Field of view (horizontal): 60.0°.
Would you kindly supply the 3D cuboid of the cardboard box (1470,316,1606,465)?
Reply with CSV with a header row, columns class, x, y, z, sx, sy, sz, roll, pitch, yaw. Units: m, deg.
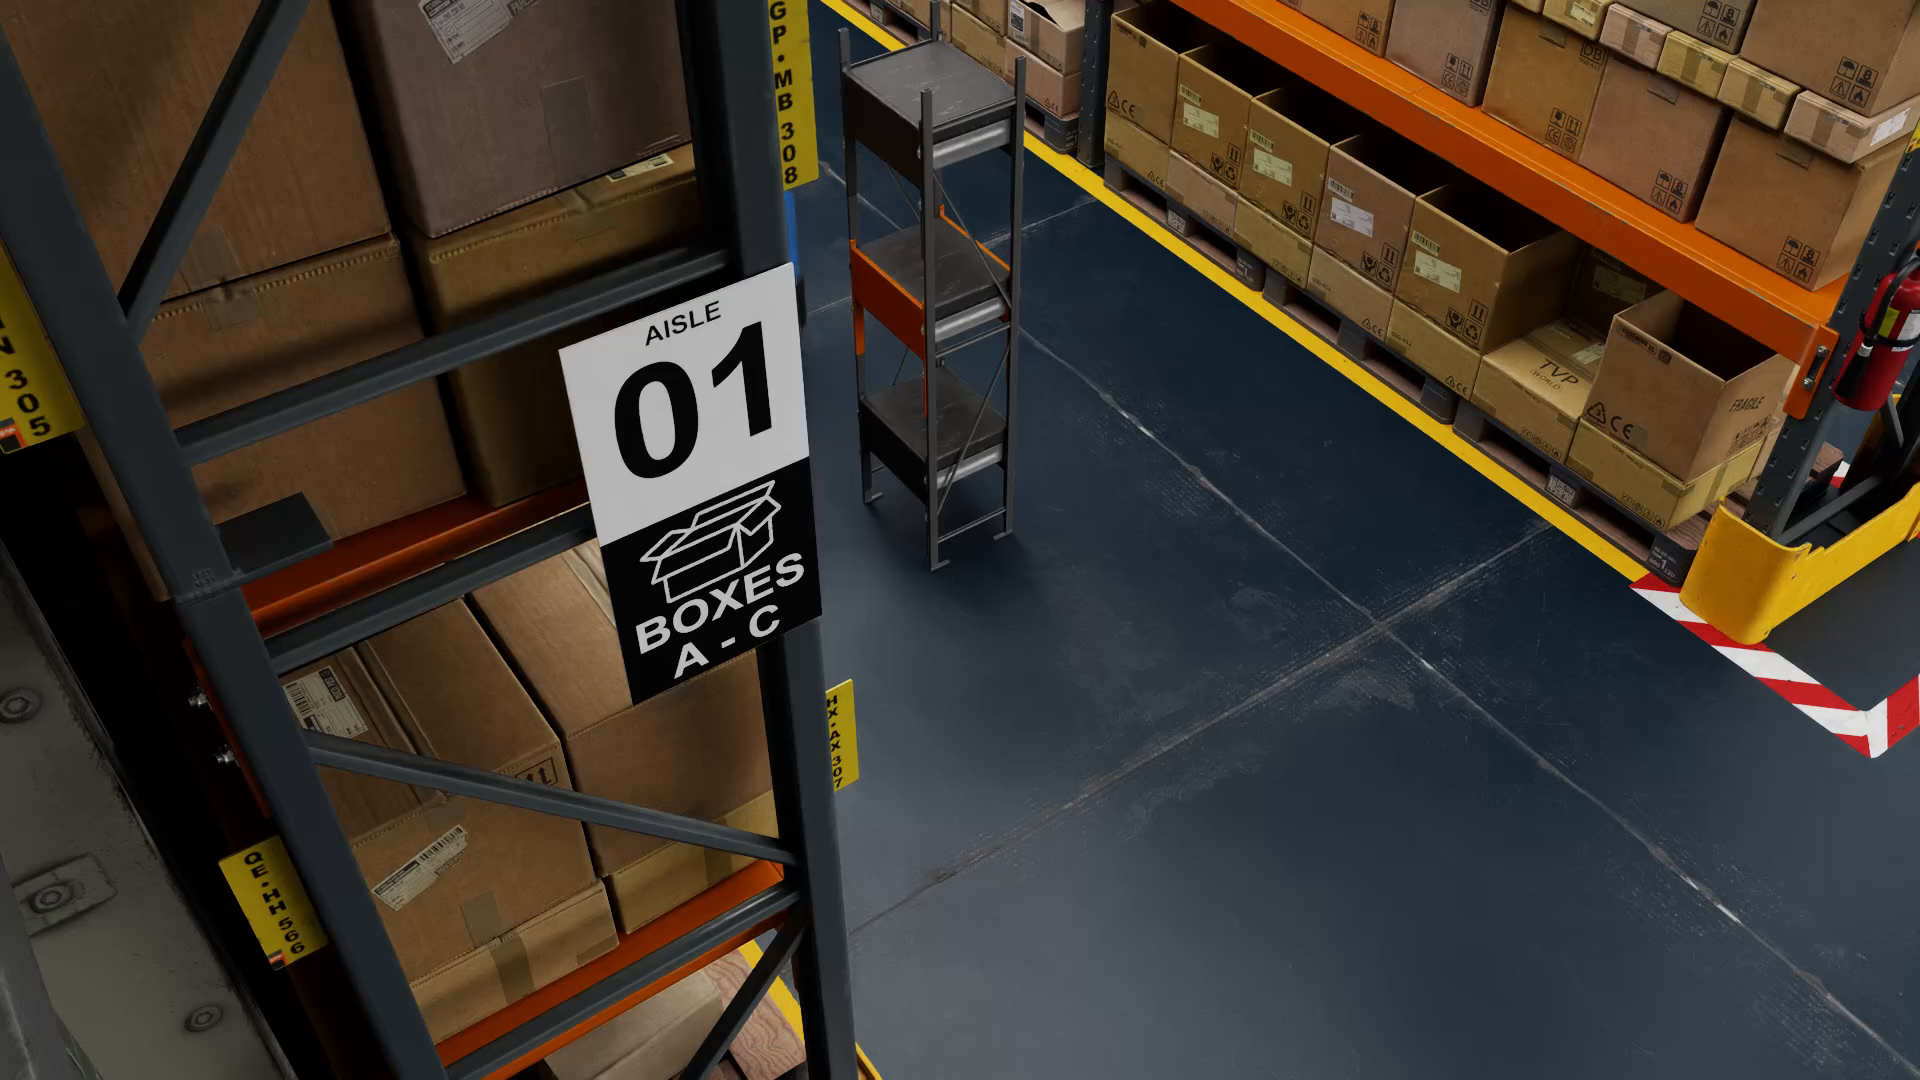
class,x,y,z,sx,sy,sz,roll,pitch,yaw
cardboard box,2.508,-0.631,6.926,0.500,0.250,0.500,-26,49,-24

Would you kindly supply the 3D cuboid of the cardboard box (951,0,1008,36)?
class,x,y,z,sx,sy,sz,roll,pitch,yaw
cardboard box,0.295,-3.042,9.046,0.500,0.311,0.500,-24,49,-23

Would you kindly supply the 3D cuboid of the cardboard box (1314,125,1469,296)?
class,x,y,z,sx,sy,sz,roll,pitch,yaw
cardboard box,1.933,-1.467,7.259,0.500,0.500,0.500,-26,49,-24

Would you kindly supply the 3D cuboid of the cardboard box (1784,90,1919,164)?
class,x,y,z,sx,sy,sz,roll,pitch,yaw
cardboard box,2.978,-1.420,5.523,0.380,0.149,0.250,-27,50,-25

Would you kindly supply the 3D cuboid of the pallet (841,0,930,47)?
class,x,y,z,sx,sy,sz,roll,pitch,yaw
pallet,-0.091,-3.359,10.115,1.003,0.211,1.213,-26,49,-24

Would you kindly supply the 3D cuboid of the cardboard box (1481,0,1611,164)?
class,x,y,z,sx,sy,sz,roll,pitch,yaw
cardboard box,2.513,-1.893,6.488,0.700,0.500,0.500,-25,49,-24

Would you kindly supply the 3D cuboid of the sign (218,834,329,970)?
class,x,y,z,sx,sy,sz,roll,pitch,yaw
sign,-1.175,0.625,2.855,0.100,0.325,0.005,-26,49,-24

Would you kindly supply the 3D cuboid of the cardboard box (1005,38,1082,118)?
class,x,y,z,sx,sy,sz,roll,pitch,yaw
cardboard box,0.590,-2.552,8.938,0.500,0.250,0.500,-26,50,-25

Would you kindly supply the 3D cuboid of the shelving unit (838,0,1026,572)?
class,x,y,z,sx,sy,sz,roll,pitch,yaw
shelving unit,-0.095,-0.853,6.123,0.431,2.100,0.503,-26,49,-24

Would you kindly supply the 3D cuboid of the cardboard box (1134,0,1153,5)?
class,x,y,z,sx,sy,sz,roll,pitch,yaw
cardboard box,1.033,-2.967,8.966,0.500,0.311,0.500,-26,49,-24

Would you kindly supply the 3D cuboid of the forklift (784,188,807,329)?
class,x,y,z,sx,sy,sz,roll,pitch,yaw
forklift,-2.165,-2.432,7.175,3.031,2.935,1.130,30,51,28

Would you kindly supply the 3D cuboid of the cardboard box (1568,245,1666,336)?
class,x,y,z,sx,sy,sz,roll,pitch,yaw
cardboard box,2.941,-1.111,6.886,0.500,0.500,0.500,-26,49,-24

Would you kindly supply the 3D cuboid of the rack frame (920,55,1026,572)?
class,x,y,z,sx,sy,sz,roll,pitch,yaw
rack frame,0.045,-0.715,5.978,0.400,2.100,0.015,-26,49,-24

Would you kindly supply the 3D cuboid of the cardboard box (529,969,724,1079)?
class,x,y,z,sx,sy,sz,roll,pitch,yaw
cardboard box,-1.030,1.337,4.806,0.500,0.311,0.500,-31,52,-29

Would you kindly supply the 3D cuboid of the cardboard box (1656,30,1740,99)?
class,x,y,z,sx,sy,sz,roll,pitch,yaw
cardboard box,2.681,-1.713,5.830,0.380,0.149,0.250,-26,50,-25

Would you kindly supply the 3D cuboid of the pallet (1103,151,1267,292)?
class,x,y,z,sx,sy,sz,roll,pitch,yaw
pallet,1.485,-1.798,8.481,1.003,0.211,1.213,-26,49,-24

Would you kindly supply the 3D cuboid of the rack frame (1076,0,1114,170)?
class,x,y,z,sx,sy,sz,roll,pitch,yaw
rack frame,1.065,-3.274,8.007,1.000,3.000,0.127,-26,49,-24

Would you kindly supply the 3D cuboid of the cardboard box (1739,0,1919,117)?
class,x,y,z,sx,sy,sz,roll,pitch,yaw
cardboard box,3.066,-1.813,5.465,0.700,0.500,0.500,-26,49,-24

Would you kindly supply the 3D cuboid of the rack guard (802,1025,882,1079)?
class,x,y,z,sx,sy,sz,roll,pitch,yaw
rack guard,-0.751,1.812,4.490,1.175,0.500,0.348,-26,49,-24

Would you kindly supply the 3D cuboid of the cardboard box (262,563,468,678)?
class,x,y,z,sx,sy,sz,roll,pitch,yaw
cardboard box,-1.432,0.254,3.862,0.500,0.500,0.500,-25,49,-24

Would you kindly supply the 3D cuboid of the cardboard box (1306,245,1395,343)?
class,x,y,z,sx,sy,sz,roll,pitch,yaw
cardboard box,1.936,-1.198,7.519,0.500,0.250,0.500,-26,49,-24

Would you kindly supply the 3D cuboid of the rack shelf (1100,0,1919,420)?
class,x,y,z,sx,sy,sz,roll,pitch,yaw
rack shelf,2.209,-1.881,7.069,1.077,0.370,4.000,-26,49,-24

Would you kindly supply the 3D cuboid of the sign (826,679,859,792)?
class,x,y,z,sx,sy,sz,roll,pitch,yaw
sign,-0.263,0.423,3.508,0.100,0.325,0.005,-26,49,-24

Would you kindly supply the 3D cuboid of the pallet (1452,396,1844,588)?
class,x,y,z,sx,sy,sz,roll,pitch,yaw
pallet,2.881,-0.416,7.033,1.003,0.211,1.213,-26,49,-24

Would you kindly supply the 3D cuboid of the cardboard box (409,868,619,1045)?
class,x,y,z,sx,sy,sz,roll,pitch,yaw
cardboard box,-1.134,0.809,3.824,0.500,0.250,0.500,-25,49,-24

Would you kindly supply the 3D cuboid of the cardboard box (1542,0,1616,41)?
class,x,y,z,sx,sy,sz,roll,pitch,yaw
cardboard box,2.388,-2.005,6.136,0.380,0.149,0.250,-24,49,-23

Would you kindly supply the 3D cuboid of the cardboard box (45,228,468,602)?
class,x,y,z,sx,sy,sz,roll,pitch,yaw
cardboard box,-1.154,-0.314,2.648,0.500,0.500,0.500,-22,48,-22

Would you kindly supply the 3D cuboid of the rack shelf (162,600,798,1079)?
class,x,y,z,sx,sy,sz,roll,pitch,yaw
rack shelf,-1.852,0.078,5.017,1.077,0.370,4.000,-26,49,-24

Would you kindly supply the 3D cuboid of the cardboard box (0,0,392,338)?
class,x,y,z,sx,sy,sz,roll,pitch,yaw
cardboard box,-1.169,-0.680,2.307,0.500,0.500,0.500,-24,48,-23

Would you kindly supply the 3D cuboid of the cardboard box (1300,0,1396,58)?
class,x,y,z,sx,sy,sz,roll,pitch,yaw
cardboard box,1.915,-2.479,7.102,0.700,0.500,0.500,-25,49,-24

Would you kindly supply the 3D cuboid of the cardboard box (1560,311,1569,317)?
class,x,y,z,sx,sy,sz,roll,pitch,yaw
cardboard box,2.654,-1.122,7.441,0.500,0.250,0.500,-26,49,-24

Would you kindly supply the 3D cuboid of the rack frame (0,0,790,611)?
class,x,y,z,sx,sy,sz,roll,pitch,yaw
rack frame,-0.708,-1.219,1.511,1.000,3.000,0.127,-26,49,-24

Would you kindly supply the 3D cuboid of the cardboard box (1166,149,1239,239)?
class,x,y,z,sx,sy,sz,roll,pitch,yaw
cardboard box,1.363,-1.764,8.112,0.500,0.250,0.500,-26,49,-24

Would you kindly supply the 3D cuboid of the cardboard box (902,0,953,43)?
class,x,y,z,sx,sy,sz,roll,pitch,yaw
cardboard box,0.009,-3.128,9.542,0.500,0.250,0.500,-25,49,-24

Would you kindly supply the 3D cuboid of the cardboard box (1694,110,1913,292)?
class,x,y,z,sx,sy,sz,roll,pitch,yaw
cardboard box,3.096,-1.314,5.882,0.700,0.500,0.500,-26,49,-24

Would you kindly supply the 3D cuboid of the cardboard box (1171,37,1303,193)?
class,x,y,z,sx,sy,sz,roll,pitch,yaw
cardboard box,1.366,-2.036,7.855,0.500,0.500,0.500,-26,49,-24

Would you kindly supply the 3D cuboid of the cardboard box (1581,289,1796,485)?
class,x,y,z,sx,sy,sz,roll,pitch,yaw
cardboard box,2.802,-0.623,6.375,0.500,0.500,0.500,-26,49,-24

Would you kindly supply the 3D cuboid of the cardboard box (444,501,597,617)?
class,x,y,z,sx,sy,sz,roll,pitch,yaw
cardboard box,-1.009,0.053,4.073,0.500,0.500,0.500,-26,49,-24

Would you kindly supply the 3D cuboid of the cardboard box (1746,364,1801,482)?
class,x,y,z,sx,sy,sz,roll,pitch,yaw
cardboard box,3.229,-0.557,6.849,0.500,0.250,0.500,-26,49,-24

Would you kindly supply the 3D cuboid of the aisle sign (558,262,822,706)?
class,x,y,z,sx,sy,sz,roll,pitch,yaw
aisle sign,-0.421,-0.068,2.766,0.394,0.787,0.004,-26,49,-24

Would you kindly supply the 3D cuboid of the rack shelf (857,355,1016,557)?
class,x,y,z,sx,sy,sz,roll,pitch,yaw
rack shelf,-0.095,-0.337,6.616,0.431,0.518,0.480,-26,49,-24
